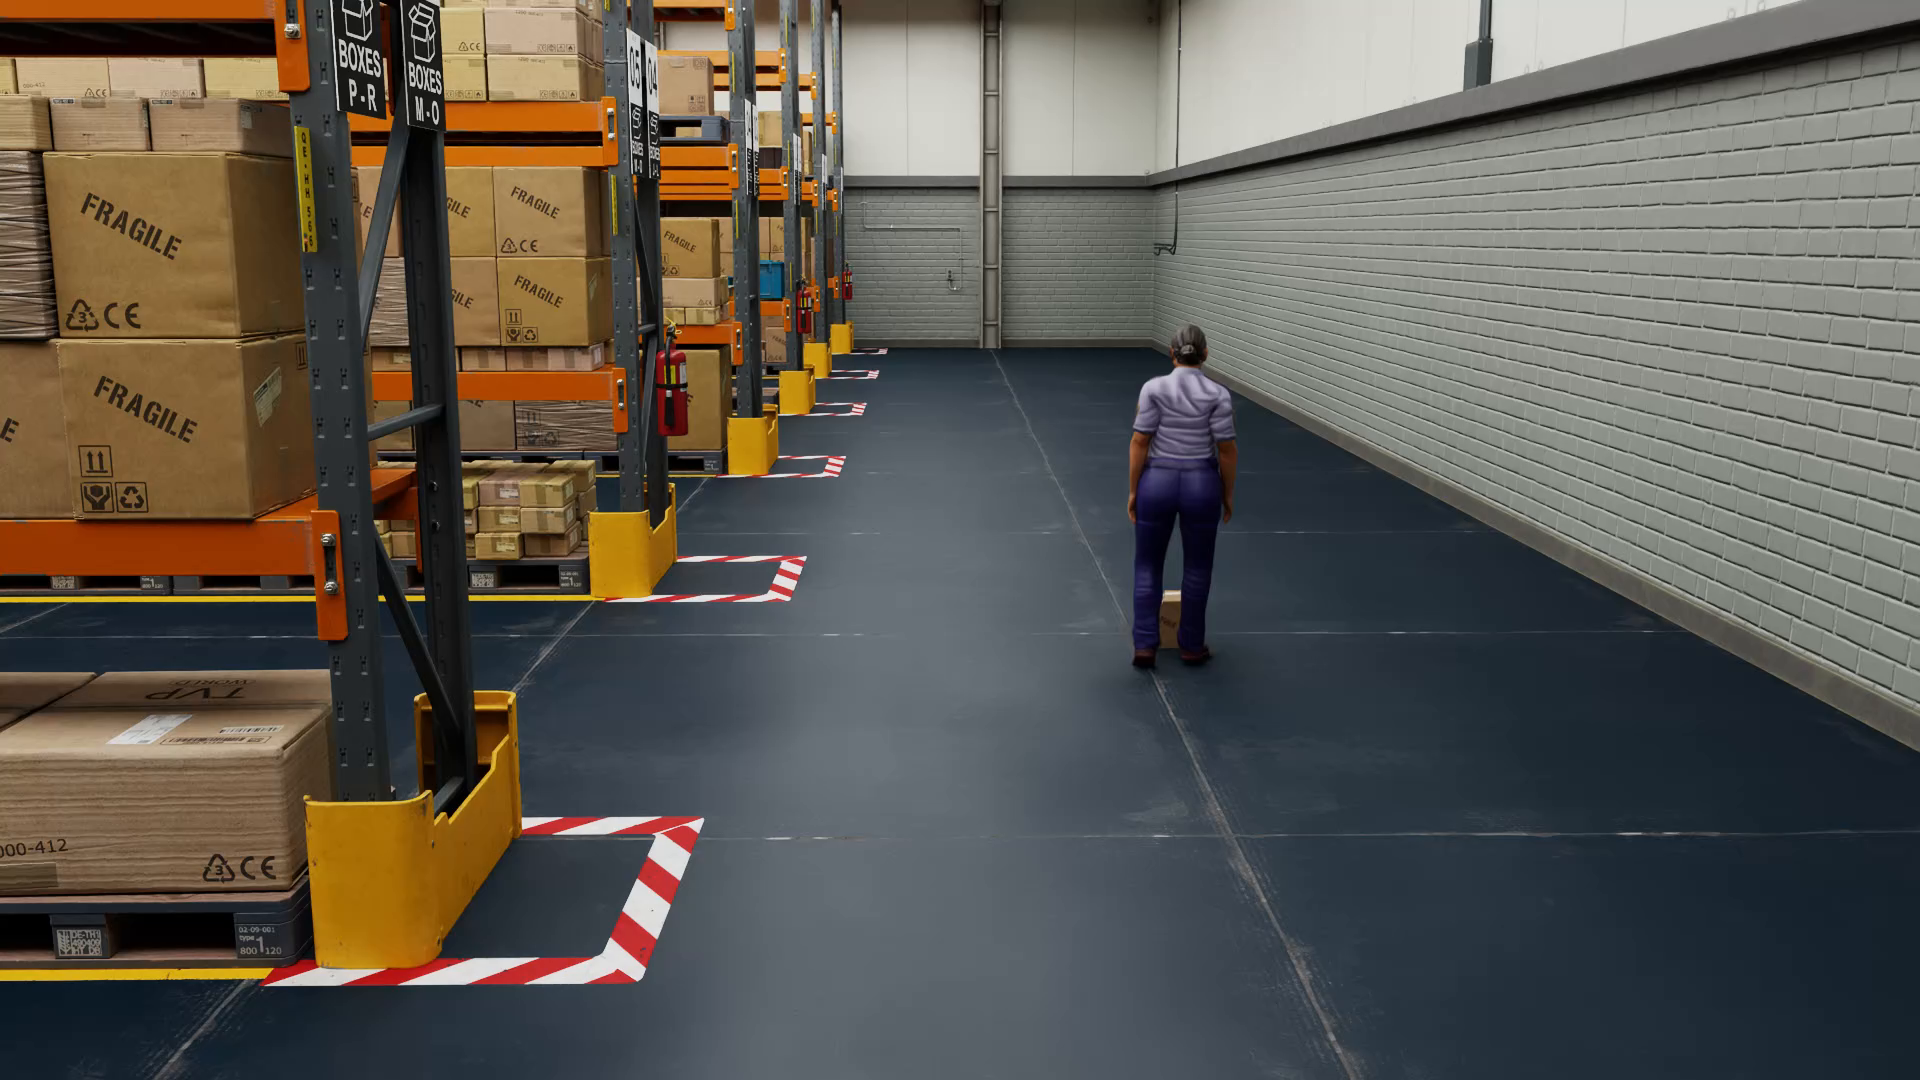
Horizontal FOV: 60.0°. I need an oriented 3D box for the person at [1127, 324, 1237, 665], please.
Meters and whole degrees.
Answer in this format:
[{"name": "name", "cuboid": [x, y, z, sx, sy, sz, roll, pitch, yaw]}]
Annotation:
[{"name": "person", "cuboid": [1.073, -0.173, 8.045, 0.513, 1.738, 0.472, 2, 11, 9]}]
